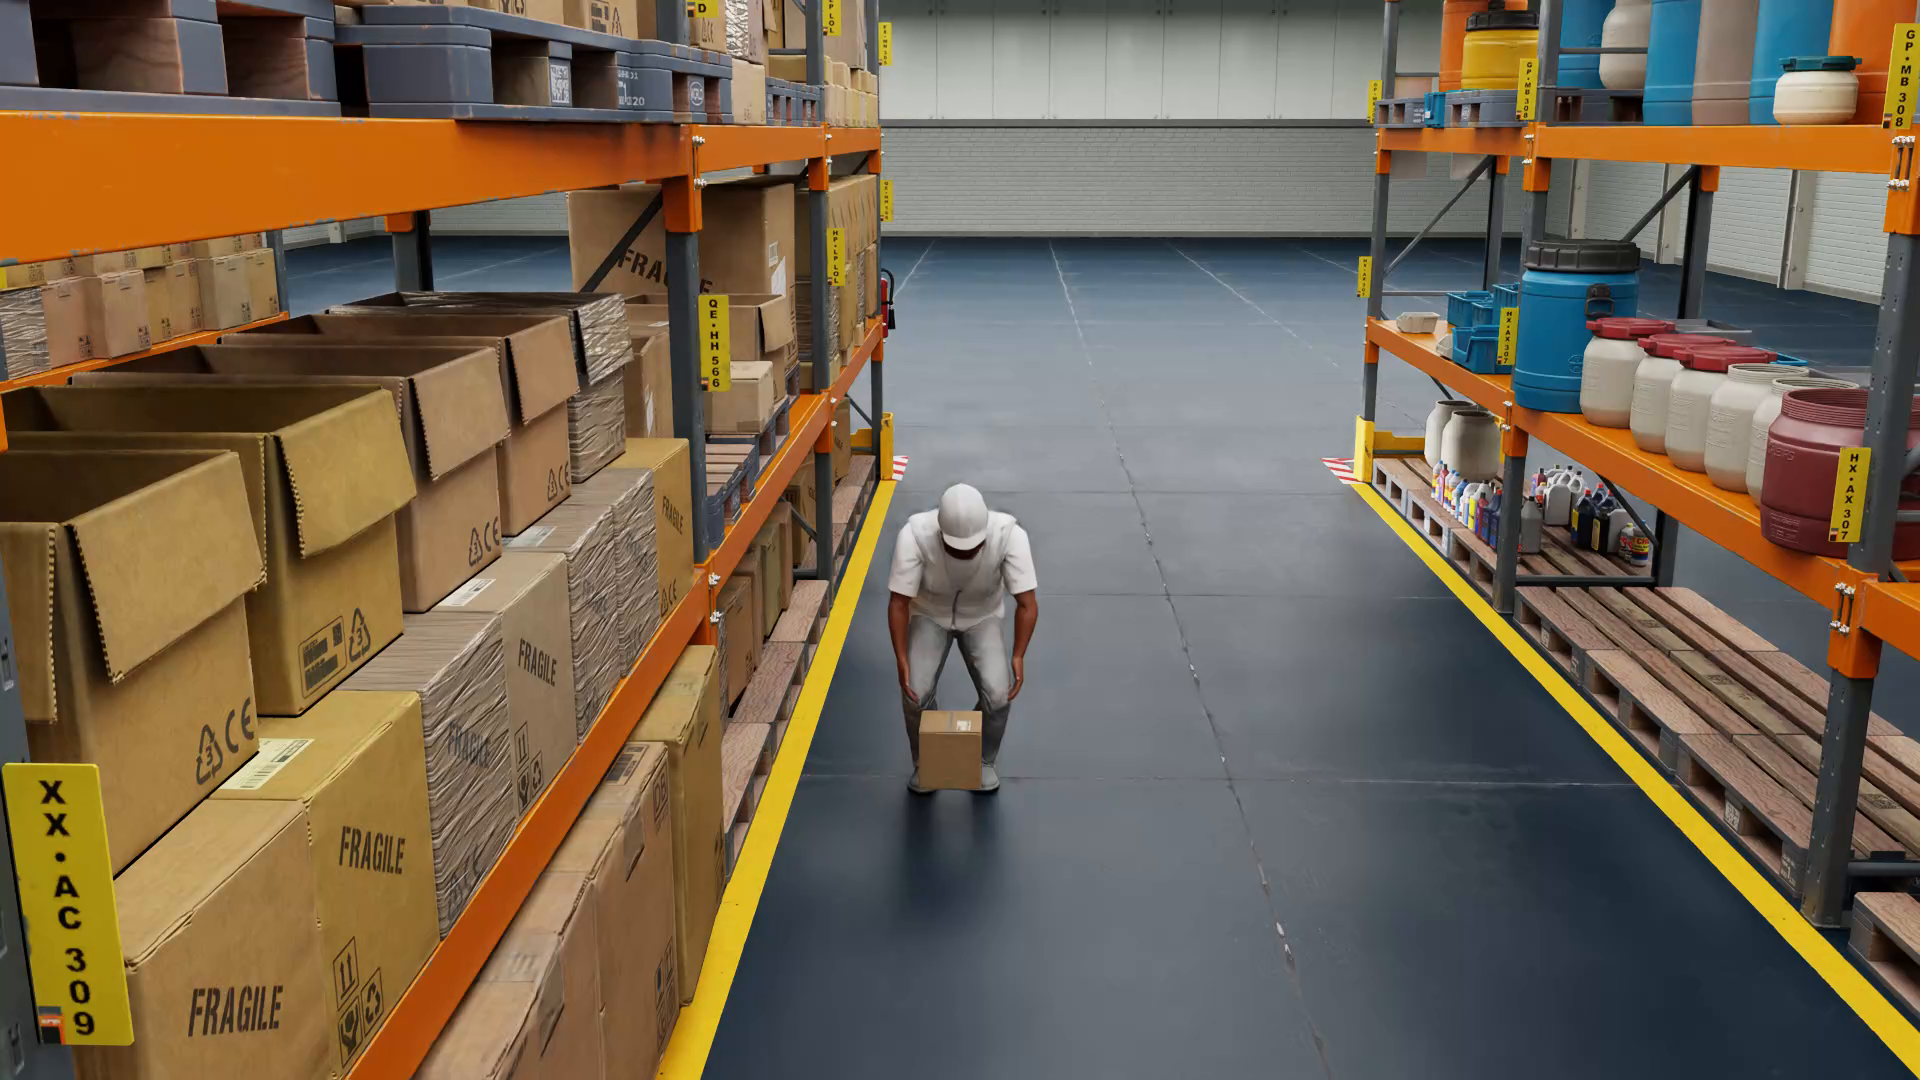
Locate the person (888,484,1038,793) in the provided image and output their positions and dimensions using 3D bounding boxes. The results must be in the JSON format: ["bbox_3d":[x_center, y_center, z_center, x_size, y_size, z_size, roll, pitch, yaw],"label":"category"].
[{"bbox_3d":[0.015,0.396,7.097,0.632,1.405,0.762,0,14,2],"label":"person"}]
